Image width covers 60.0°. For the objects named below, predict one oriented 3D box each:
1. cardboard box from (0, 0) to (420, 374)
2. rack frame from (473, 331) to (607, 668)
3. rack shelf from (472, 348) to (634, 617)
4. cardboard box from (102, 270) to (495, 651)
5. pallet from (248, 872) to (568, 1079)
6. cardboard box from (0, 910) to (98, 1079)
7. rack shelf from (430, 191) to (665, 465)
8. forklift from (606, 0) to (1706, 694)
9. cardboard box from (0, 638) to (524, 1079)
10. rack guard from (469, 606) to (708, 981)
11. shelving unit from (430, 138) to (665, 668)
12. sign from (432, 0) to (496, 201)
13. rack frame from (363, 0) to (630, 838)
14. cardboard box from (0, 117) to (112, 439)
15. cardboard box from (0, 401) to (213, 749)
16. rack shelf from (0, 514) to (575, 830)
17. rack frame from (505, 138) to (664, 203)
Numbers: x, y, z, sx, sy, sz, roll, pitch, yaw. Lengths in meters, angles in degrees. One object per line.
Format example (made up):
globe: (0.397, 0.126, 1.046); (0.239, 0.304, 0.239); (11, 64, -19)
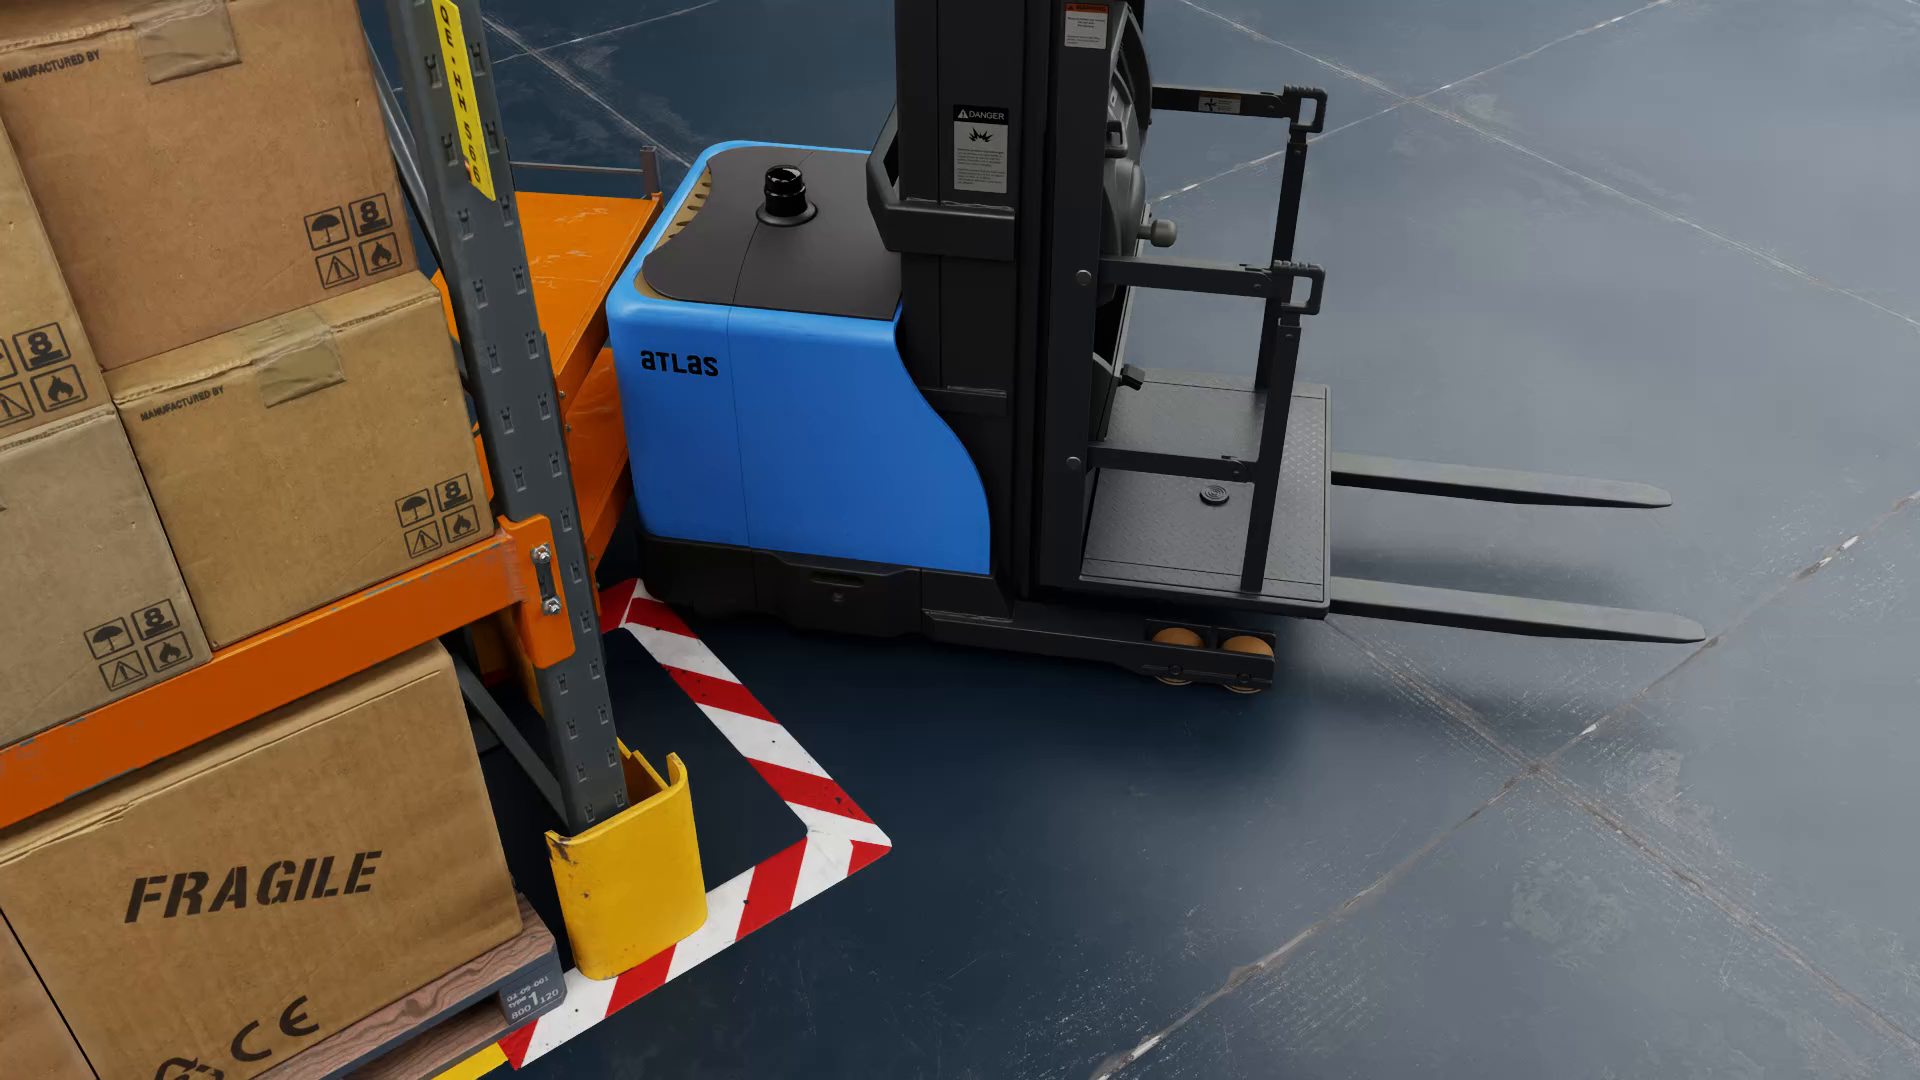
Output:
cardboard box: (-1.428, -0.794, 2.883); (0.550, 0.550, 0.875); (-26, 46, -28)
rack frame: (-1.273, -0.092, 4.475); (0.500, 1.125, 0.032); (5, 40, 6)
rack shelf: (-1.206, -0.222, 5.020); (0.538, 0.278, 1.000); (5, 40, 6)
cardboard box: (-1.376, -0.334, 3.174); (0.550, 0.550, 0.875); (-26, 46, -28)
pallet: (-1.696, 0.984, 3.884); (1.213, 0.211, 1.003); (-26, 46, -28)
cardboard box: (-2.304, 0.853, 3.189); (0.875, 0.875, 0.875); (-27, 46, -29)
rack shelf: (-1.206, -0.638, 4.679); (0.538, 0.278, 1.000); (5, 40, 6)
forklift: (0.617, -1.064, 4.236); (3.031, 2.935, 1.130); (6, 40, 8)
cardboard box: (-1.607, 0.512, 3.605); (0.875, 0.875, 0.875); (-26, 46, -28)
rack guard: (-1.091, 0.515, 4.228); (0.348, 0.500, 1.175); (-26, 46, -28)
shelving unit: (-1.206, -0.412, 4.865); (0.538, 1.125, 1.048); (5, 40, 6)
sign: (-0.790, -0.703, 2.642); (0.005, 0.325, 0.100); (-26, 46, -28)
rack frame: (-1.110, -0.442, 3.424); (0.127, 3.000, 1.000); (-26, 46, -28)
cardboard box: (-1.808, -0.535, 2.567); (0.550, 0.550, 0.875); (-26, 46, -28)
cardboard box: (-1.799, -0.110, 2.901); (0.550, 0.550, 0.875); (-26, 46, -28)
rack shelf: (-2.696, 0.609, 2.710); (4.000, 0.370, 1.077); (-26, 46, -28)
rack frame: (-1.140, -0.731, 5.254); (0.500, 1.125, 0.032); (5, 40, 6)
